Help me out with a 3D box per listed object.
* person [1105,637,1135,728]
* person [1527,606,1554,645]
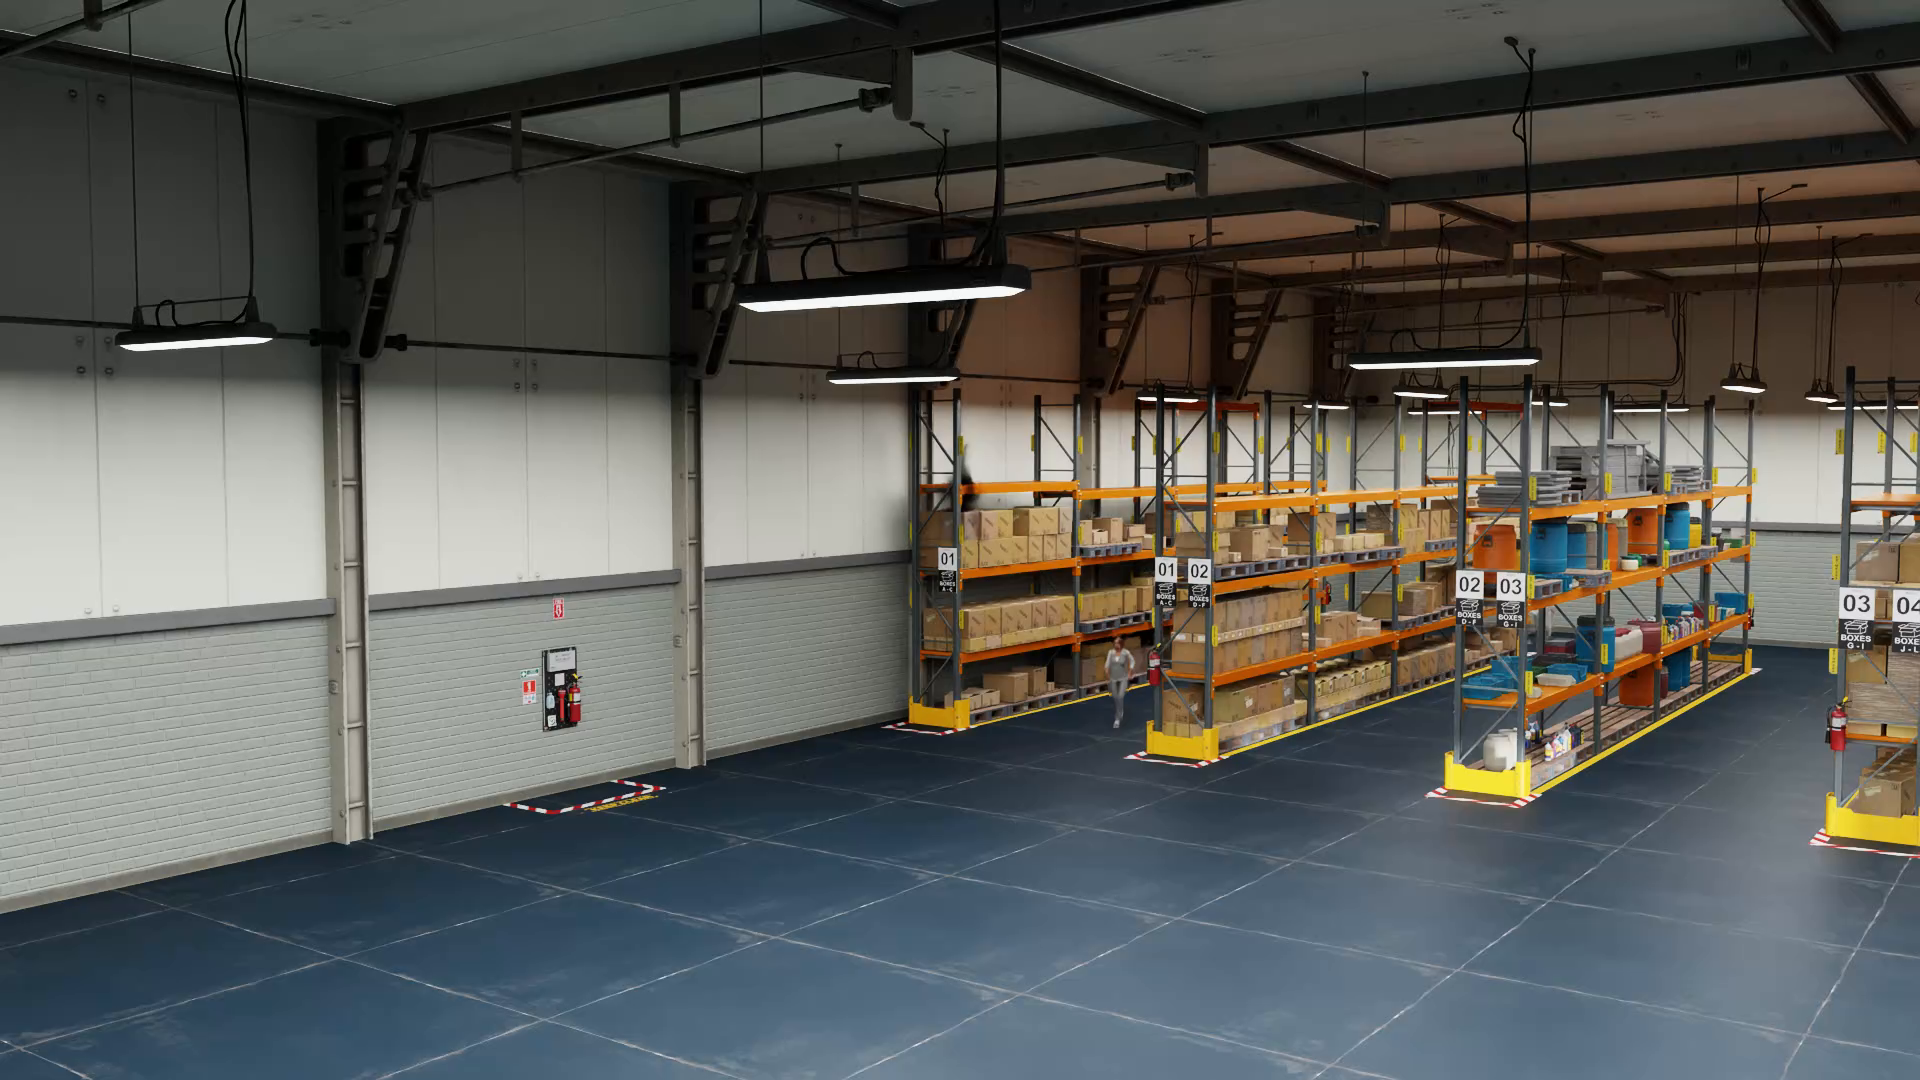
[{"bbox_3d":[2.863,2.514,29.783,0.519,1.594,0.871,1,3,18],"label":"person"},{"bbox_3d":[14.184,1.817,40.642,0.684,1.756,0.934,-1,3,-17],"label":"person"}]
